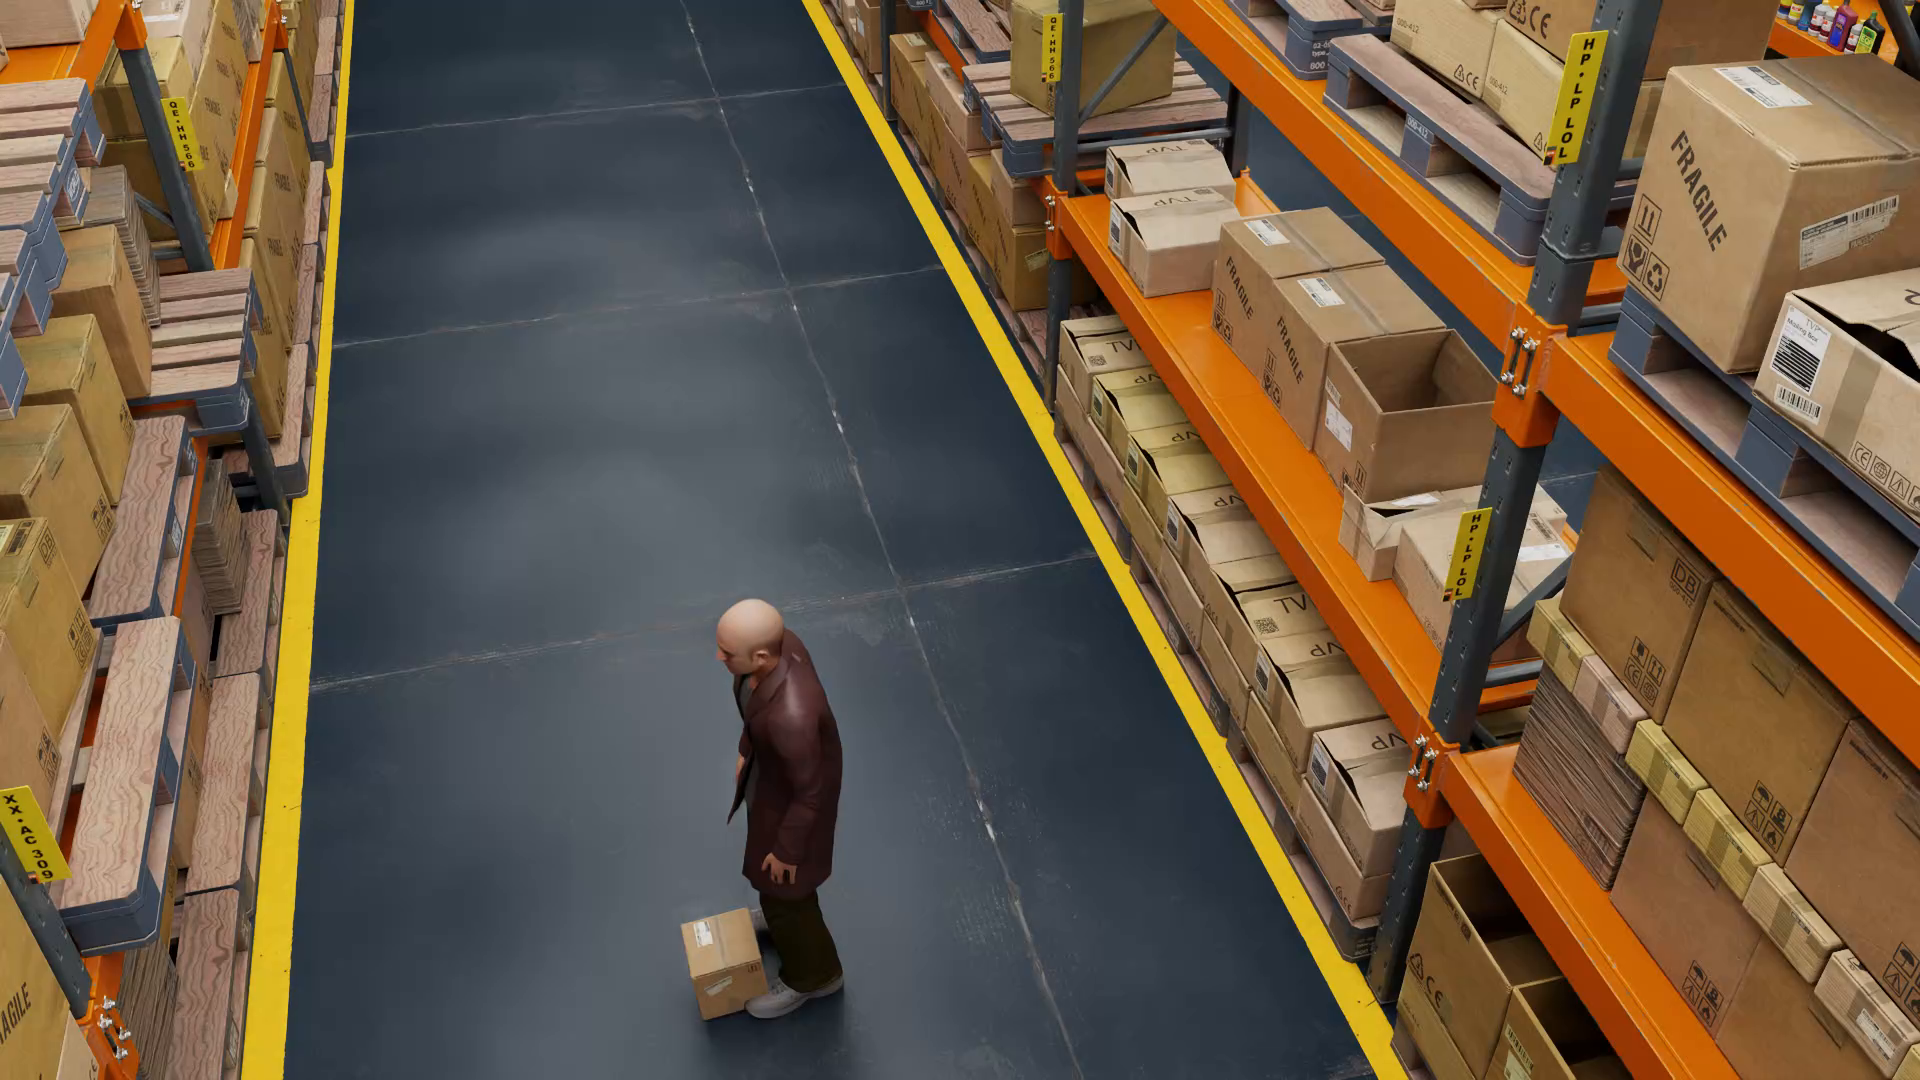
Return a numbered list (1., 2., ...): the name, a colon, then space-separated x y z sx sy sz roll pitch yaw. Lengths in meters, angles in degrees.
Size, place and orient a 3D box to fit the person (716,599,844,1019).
1. person: -0.607 0.881 5.587 0.426 1.774 0.617 -11 39 -13
